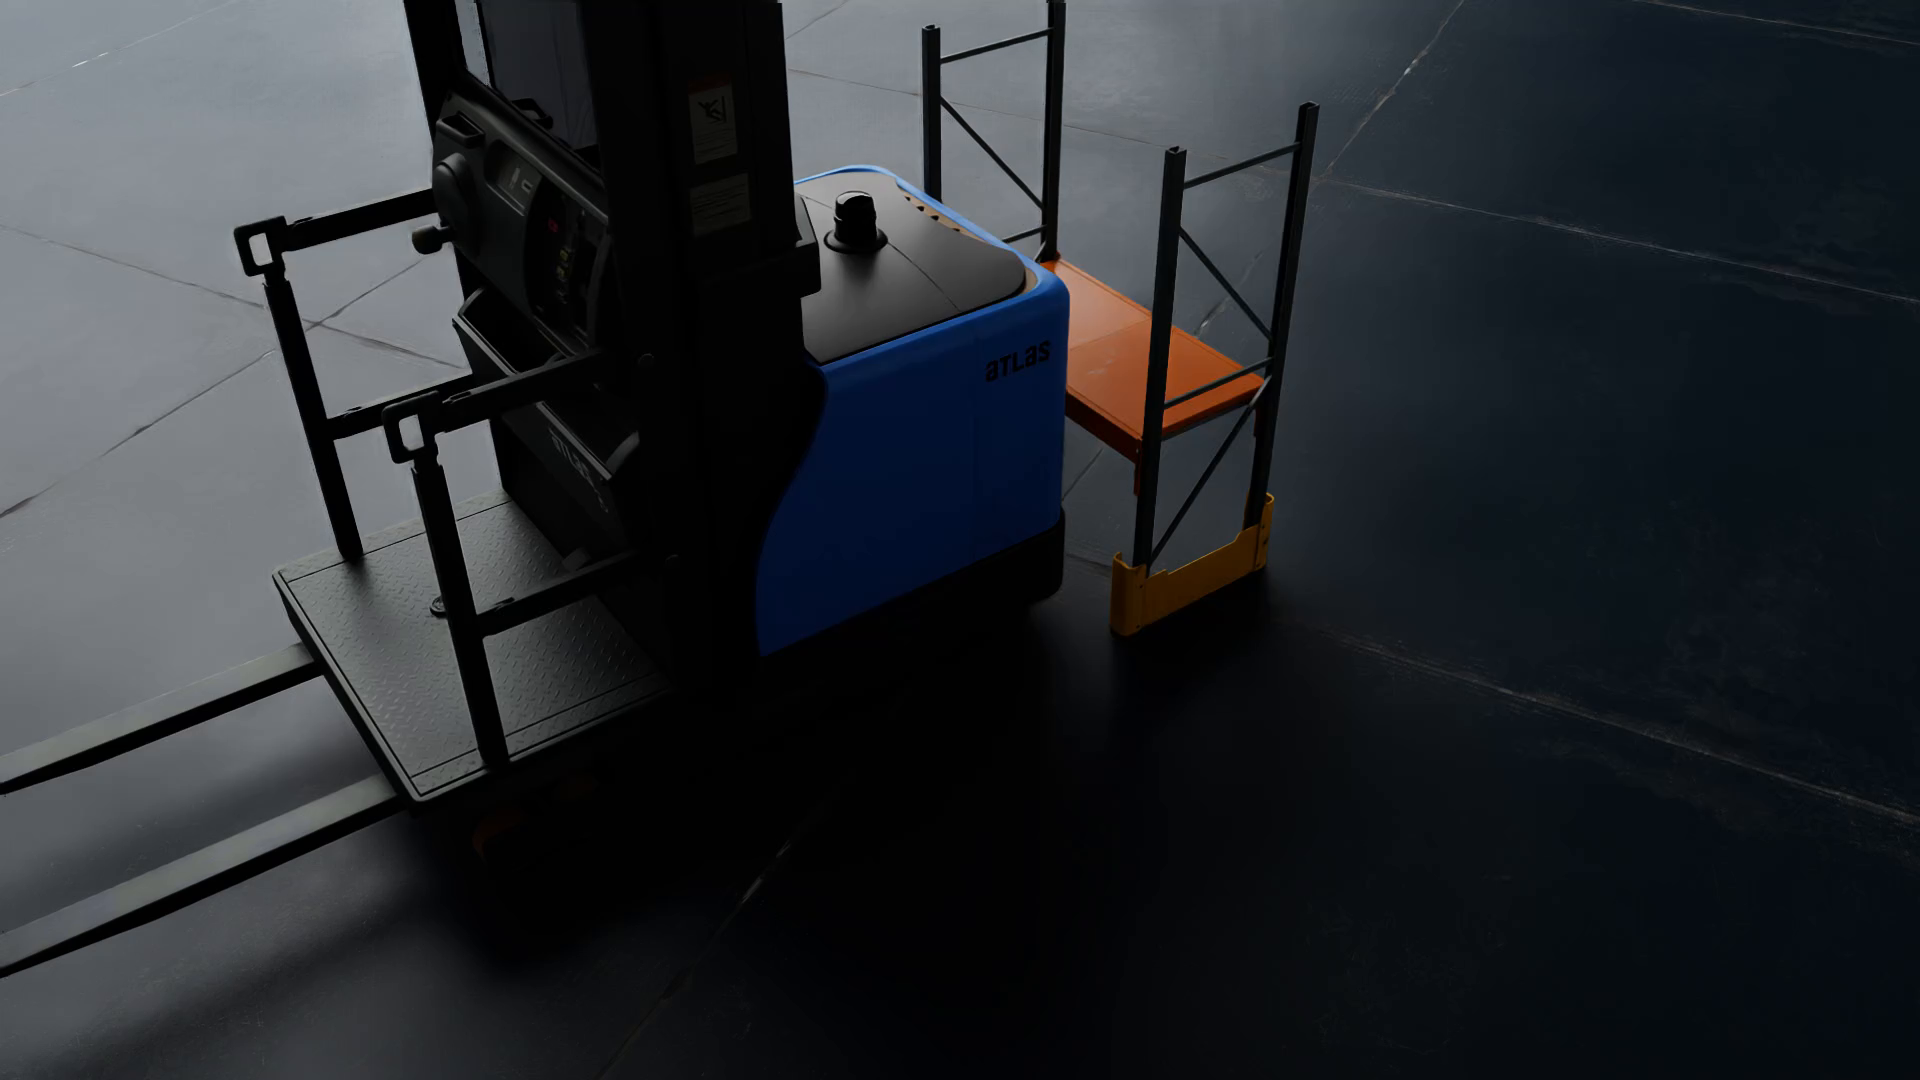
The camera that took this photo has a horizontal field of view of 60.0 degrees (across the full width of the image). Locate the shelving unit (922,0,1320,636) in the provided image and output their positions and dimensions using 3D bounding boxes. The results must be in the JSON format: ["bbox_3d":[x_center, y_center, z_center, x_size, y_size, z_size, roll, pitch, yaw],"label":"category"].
[{"bbox_3d":[0.398,-0.679,4.904,0.587,1.500,1.083,-24,43,-28],"label":"shelving unit"}]

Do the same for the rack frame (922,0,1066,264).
[{"bbox_3d":[0.103,-0.922,5.224,0.500,1.500,0.032,-24,43,-28],"label":"rack frame"}]

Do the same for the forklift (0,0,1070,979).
[{"bbox_3d":[-1.187,-0.702,3.751,3.031,2.935,1.130,-23,43,-28],"label":"forklift"}]

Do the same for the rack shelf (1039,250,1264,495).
[{"bbox_3d":[0.404,-0.531,5.007,0.538,0.185,1.000,-24,43,-28],"label":"rack shelf"}]

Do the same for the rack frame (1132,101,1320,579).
[{"bbox_3d":[0.705,-0.427,4.572,0.500,1.500,0.032,-24,43,-28],"label":"rack frame"}]

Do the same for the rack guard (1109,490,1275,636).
[{"bbox_3d":[0.693,0.062,4.962,0.587,0.250,0.087,-24,43,-28],"label":"rack guard"}]
